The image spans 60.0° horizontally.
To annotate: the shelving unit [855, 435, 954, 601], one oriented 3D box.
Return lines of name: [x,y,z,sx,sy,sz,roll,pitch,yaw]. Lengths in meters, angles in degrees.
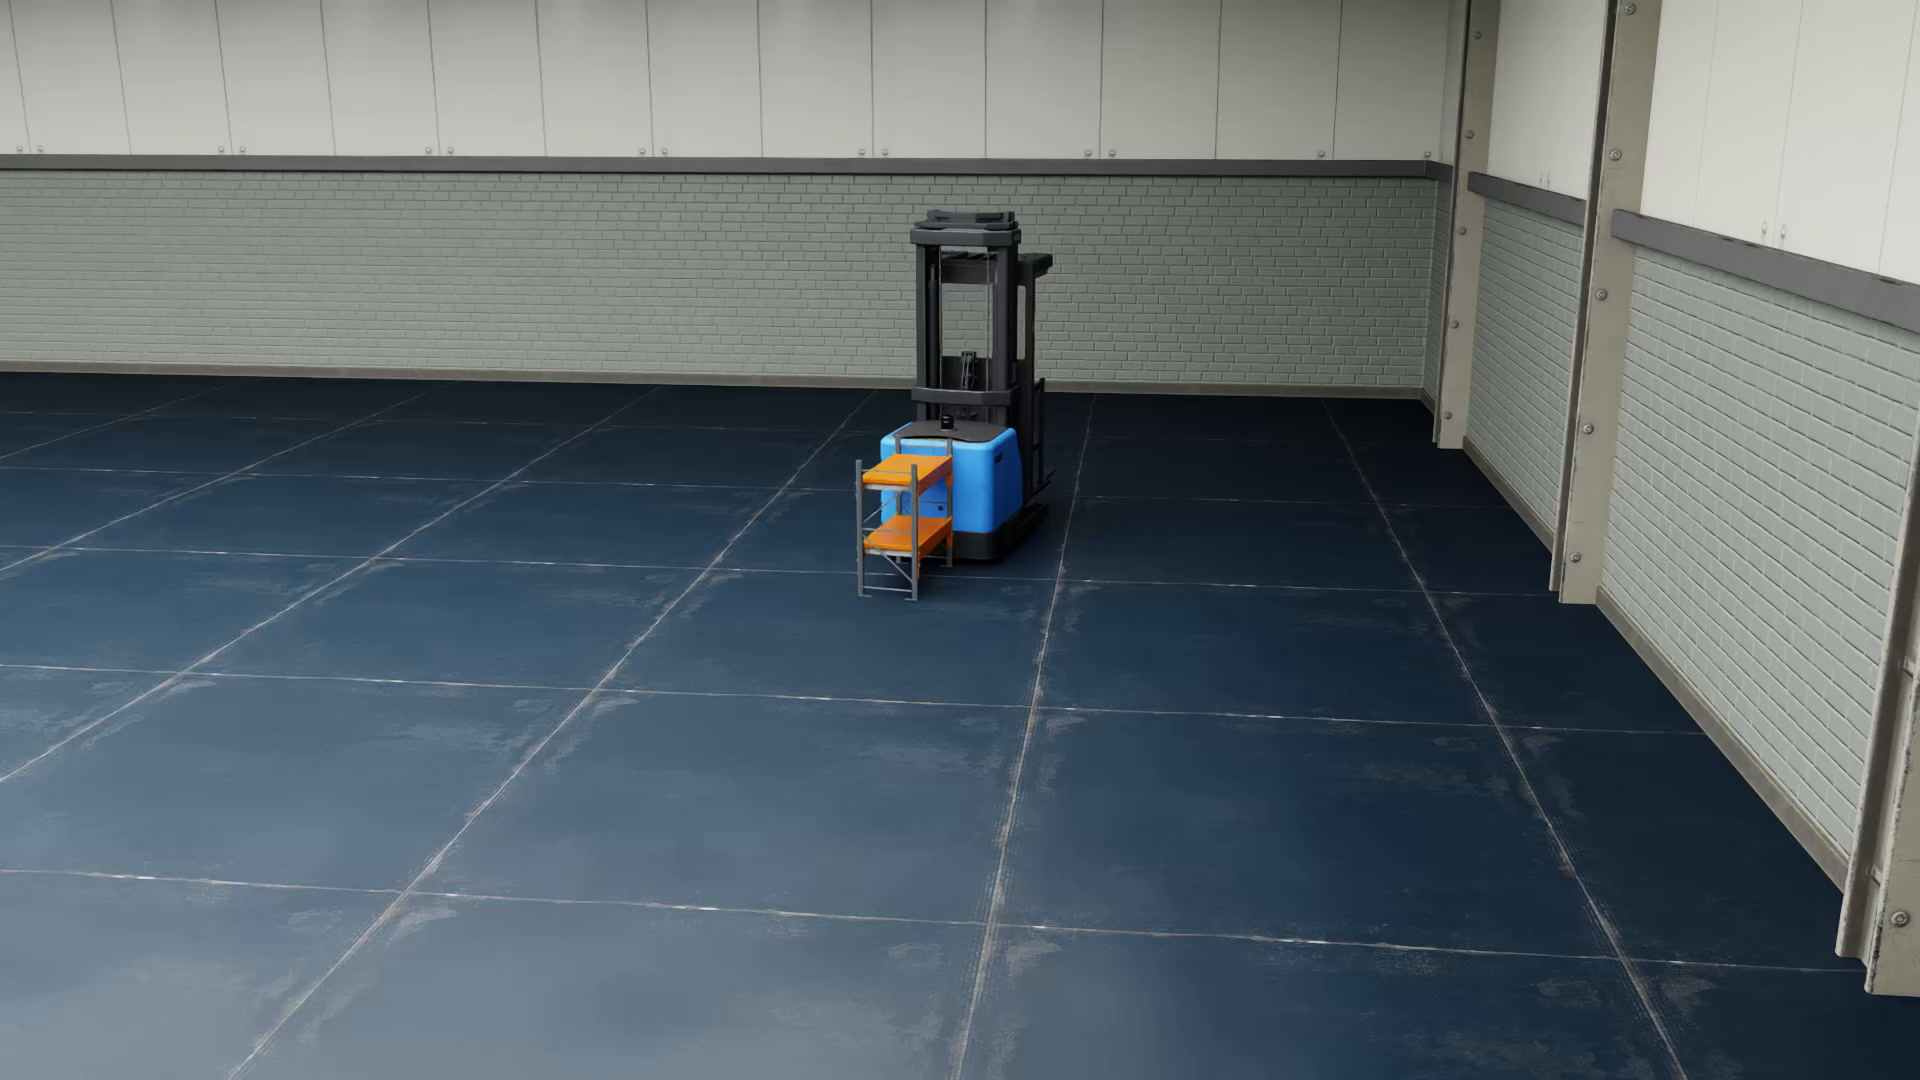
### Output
shelving unit: [-0.444,-0.200,13.745,0.538,1.125,1.048,4,16,15]

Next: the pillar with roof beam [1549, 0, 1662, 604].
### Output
pillar with roof beam: [0.698,-4.014,12.768,9.100,9.000,0.400,2,15,6]

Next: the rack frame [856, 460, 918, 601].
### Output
rack frame: [-0.581,-0.072,13.273,0.500,1.125,0.032,4,16,15]

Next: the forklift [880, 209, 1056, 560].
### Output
forklift: [0.217,-1.585,15.408,1.130,2.935,3.031,5,16,16]

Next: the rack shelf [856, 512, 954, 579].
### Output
rack shelf: [-0.444,0.036,13.809,0.538,0.278,1.000,4,16,15]

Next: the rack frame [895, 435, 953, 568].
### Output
rack frame: [-0.308,-0.327,14.218,0.500,1.125,0.032,4,16,15]

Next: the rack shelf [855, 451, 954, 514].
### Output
rack shelf: [-0.444,-0.482,13.669,0.538,0.278,1.000,4,16,15]

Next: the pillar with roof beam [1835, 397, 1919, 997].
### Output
pillar with roof beam: [0.021,-2.458,7.013,9.100,9.000,0.400,2,15,6]

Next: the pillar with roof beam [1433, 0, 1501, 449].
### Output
pillar with roof beam: [1.375,-5.570,18.523,9.100,9.000,0.400,2,15,6]
